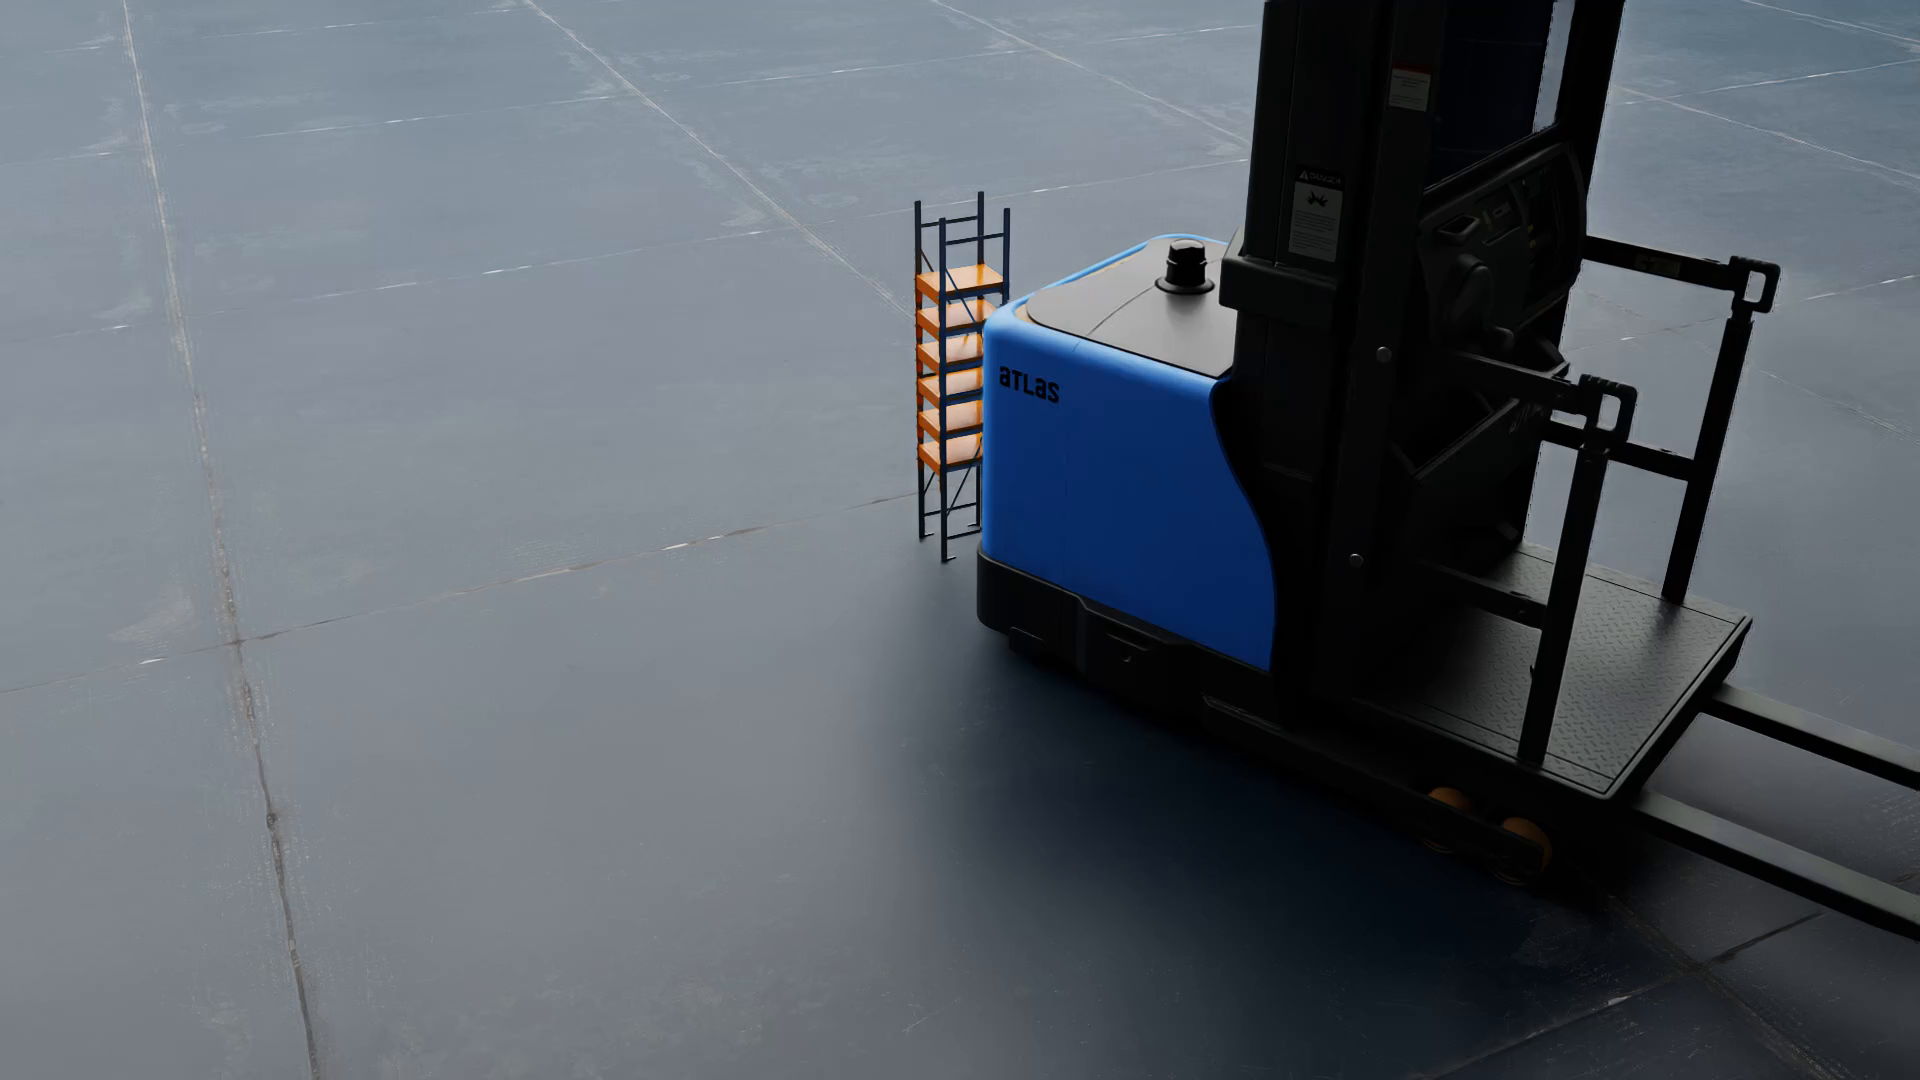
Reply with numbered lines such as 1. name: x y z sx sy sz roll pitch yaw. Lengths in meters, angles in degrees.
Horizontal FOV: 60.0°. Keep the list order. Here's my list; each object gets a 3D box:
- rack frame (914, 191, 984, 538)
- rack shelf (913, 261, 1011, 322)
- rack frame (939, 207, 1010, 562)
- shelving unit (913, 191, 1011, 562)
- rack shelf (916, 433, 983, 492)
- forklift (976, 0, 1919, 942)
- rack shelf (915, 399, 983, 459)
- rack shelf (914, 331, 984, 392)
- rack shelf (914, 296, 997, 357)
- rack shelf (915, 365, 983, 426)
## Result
1. rack frame: -0.033 -0.557 5.517 0.240 1.200 0.006 -13 32 -22
2. rack shelf: 0.006 -0.792 5.291 0.258 0.103 0.180 -13 32 -22
3. rack frame: 0.046 -0.477 5.373 0.240 1.200 0.006 -13 32 -22
4. shelving unit: 0.006 -0.517 5.445 0.258 1.200 0.189 -13 32 -22
5. rack shelf: 0.006 -0.269 5.584 0.258 0.103 0.180 -13 32 -22
6. forklift: 1.507 -0.701 4.004 3.031 2.935 1.130 22 36 34
7. rack shelf: 0.006 -0.374 5.526 0.258 0.103 0.180 -13 32 -22
8. rack shelf: 0.006 -0.583 5.408 0.258 0.103 0.180 -13 32 -22
9. rack shelf: 0.006 -0.688 5.349 0.258 0.103 0.180 -13 32 -22
10. rack shelf: 0.006 -0.478 5.467 0.258 0.103 0.180 -13 32 -22
